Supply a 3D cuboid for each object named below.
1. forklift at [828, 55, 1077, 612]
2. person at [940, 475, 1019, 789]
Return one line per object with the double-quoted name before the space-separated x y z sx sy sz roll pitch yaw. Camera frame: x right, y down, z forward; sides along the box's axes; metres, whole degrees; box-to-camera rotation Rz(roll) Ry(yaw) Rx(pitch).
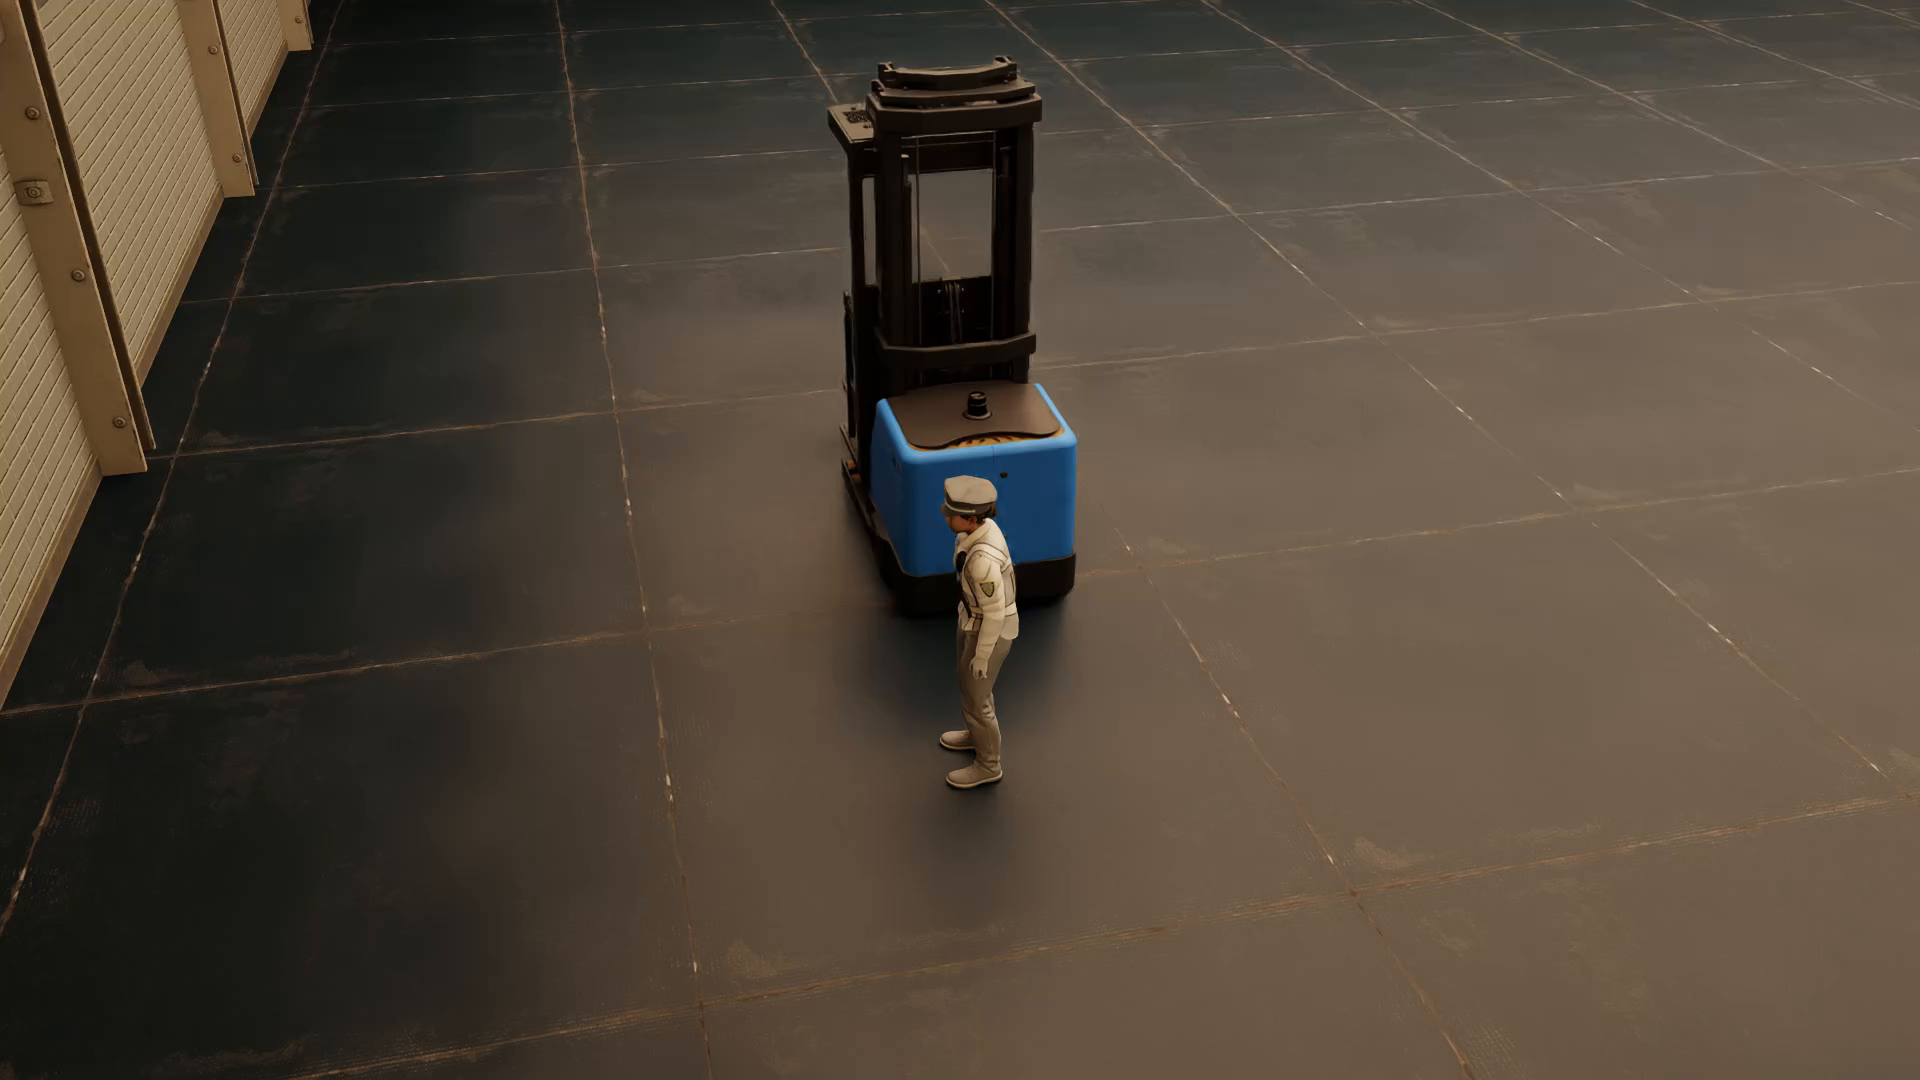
"forklift" -0.170 -1.577 10.298 1.130 2.935 3.031 -7 31 -12
"person" 0.090 0.443 8.078 0.374 1.662 0.542 -3 30 -6
